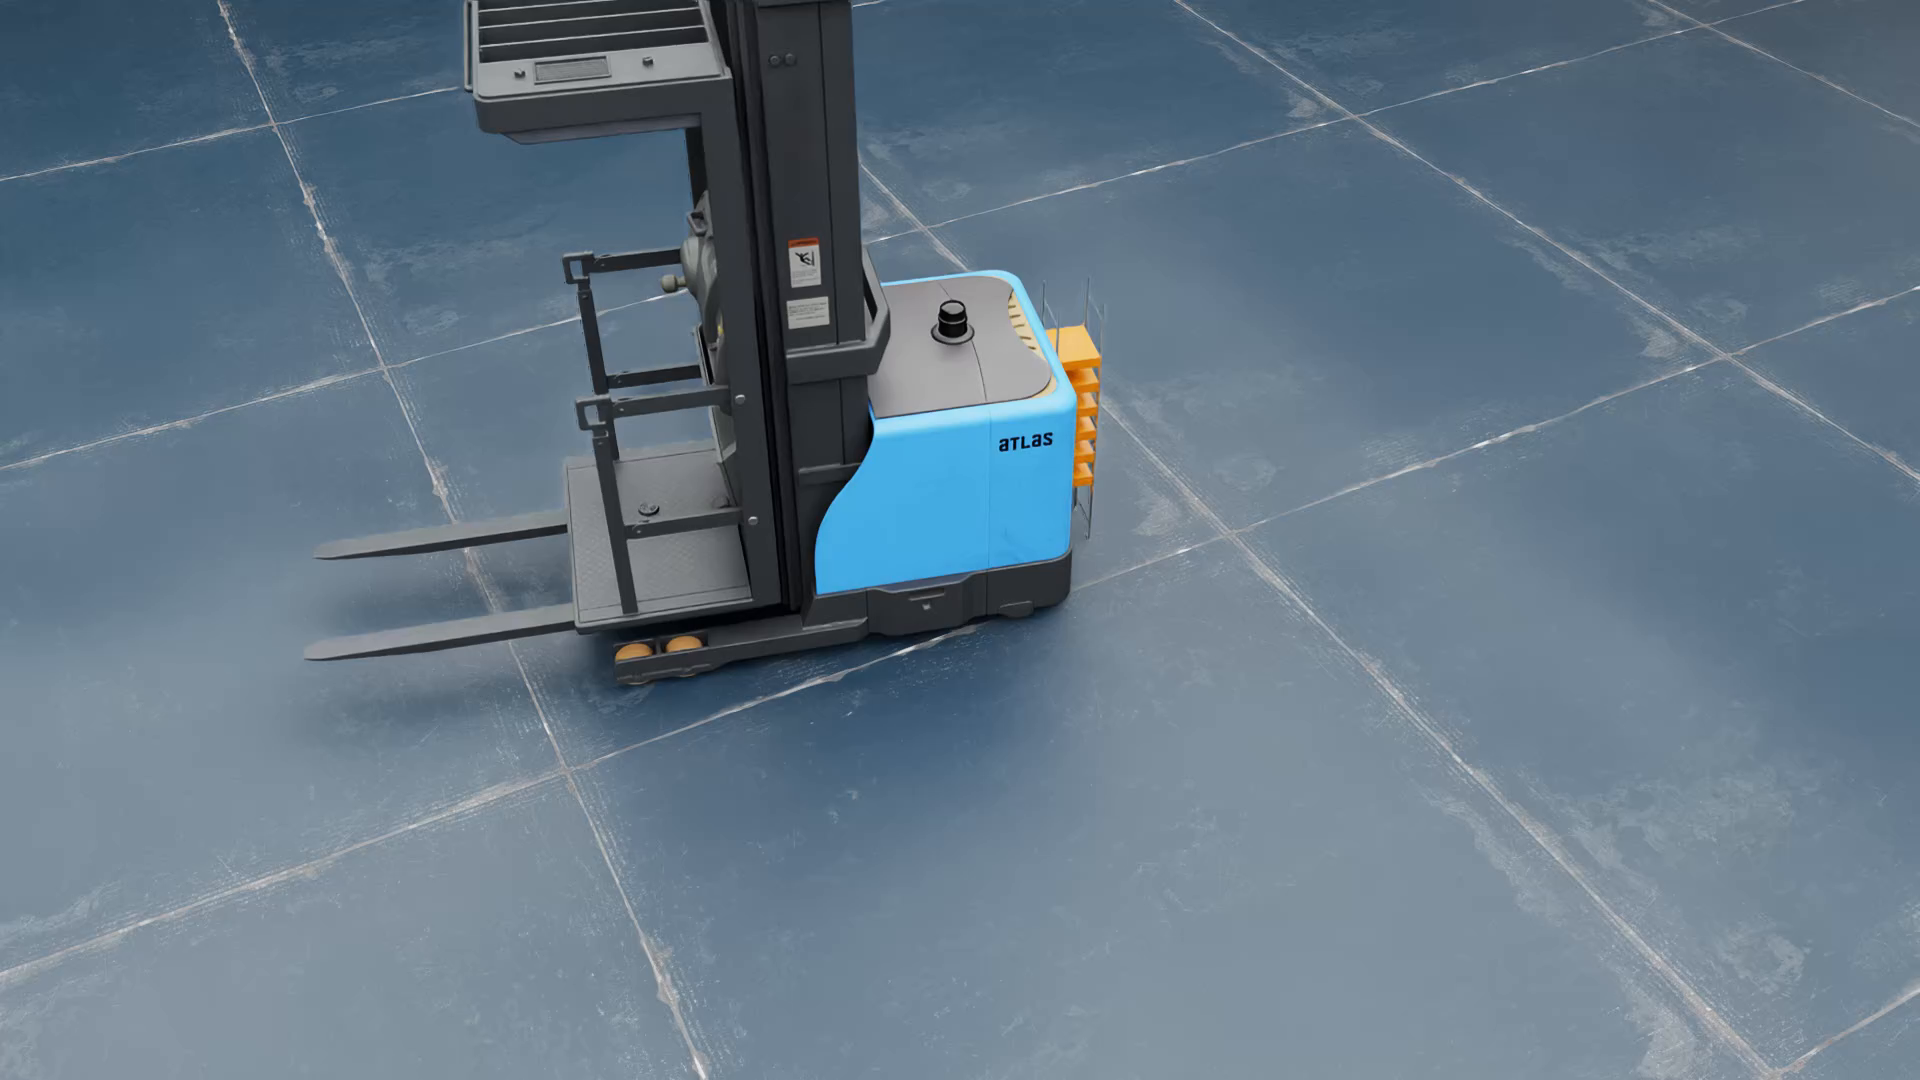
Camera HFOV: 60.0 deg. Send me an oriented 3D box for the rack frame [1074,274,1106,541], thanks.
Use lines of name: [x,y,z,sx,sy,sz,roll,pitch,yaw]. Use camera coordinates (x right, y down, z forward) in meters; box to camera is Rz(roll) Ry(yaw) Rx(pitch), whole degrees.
rack frame: [0.538,-0.530,6.947,0.006,1.200,0.240,-8,41,-10]

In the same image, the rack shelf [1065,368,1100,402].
rack shelf: [0.448,-0.666,6.805,0.180,0.103,0.258,-8,41,-10]

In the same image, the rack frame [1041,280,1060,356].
rack frame: [0.359,-0.503,6.916,0.006,1.200,0.240,-8,41,-10]

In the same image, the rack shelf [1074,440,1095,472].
rack shelf: [0.448,-0.391,7.038,0.180,0.103,0.258,-8,41,-10]

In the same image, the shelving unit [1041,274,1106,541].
shelving unit: [0.448,-0.516,6.931,0.189,1.200,0.258,-8,41,-10]

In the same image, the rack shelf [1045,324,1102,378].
rack shelf: [0.448,-0.757,6.727,0.180,0.103,0.258,-8,41,-10]

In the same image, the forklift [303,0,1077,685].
forklift: [-1.116,-0.923,6.072,3.031,2.935,1.130,-8,41,-10]

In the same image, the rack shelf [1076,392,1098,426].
rack shelf: [0.448,-0.574,6.883,0.180,0.103,0.258,-8,41,-10]

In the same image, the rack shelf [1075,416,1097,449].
rack shelf: [0.448,-0.482,6.960,0.180,0.103,0.258,-8,41,-10]

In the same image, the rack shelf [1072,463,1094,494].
rack shelf: [0.448,-0.299,7.115,0.180,0.103,0.258,-8,41,-10]
